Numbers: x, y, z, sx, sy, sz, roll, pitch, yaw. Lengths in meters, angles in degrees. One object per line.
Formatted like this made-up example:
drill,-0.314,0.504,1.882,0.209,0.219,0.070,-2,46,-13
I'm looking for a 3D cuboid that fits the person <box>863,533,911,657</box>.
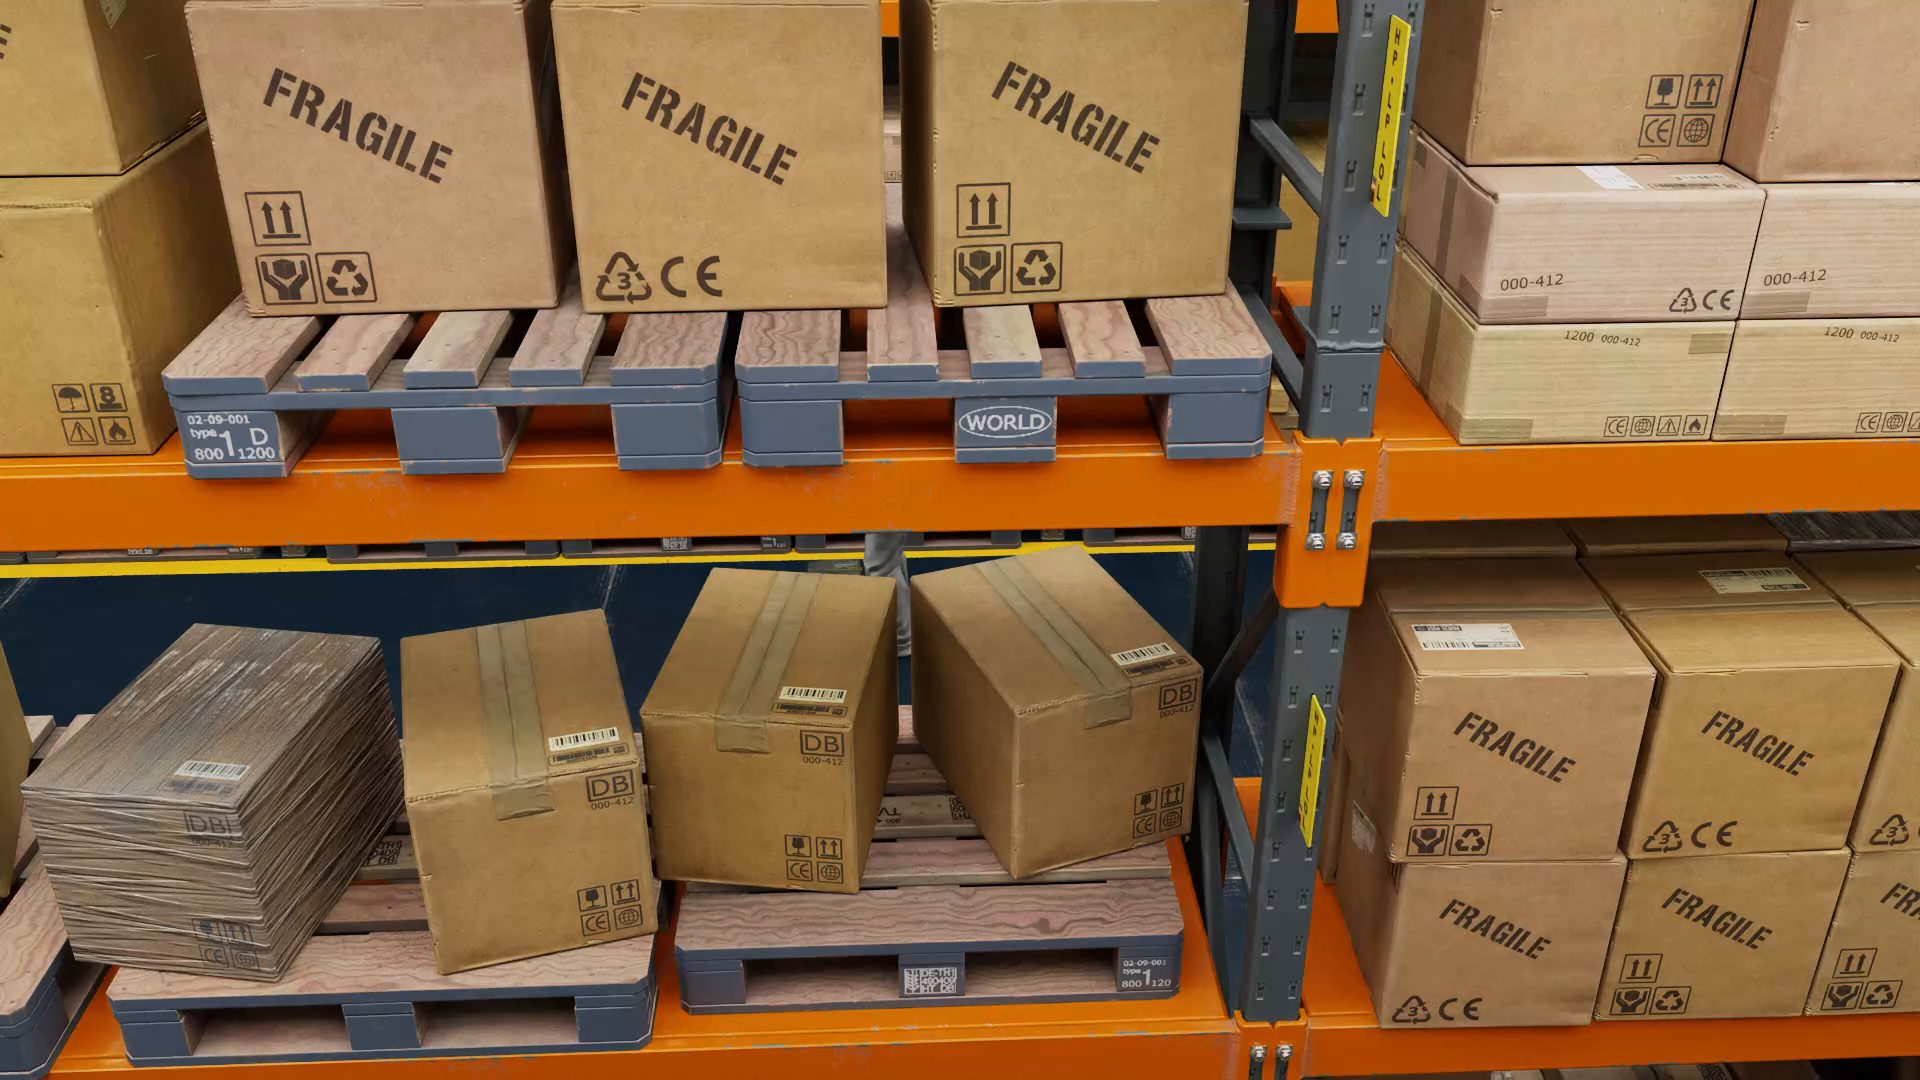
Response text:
person,-0.348,-0.240,7.579,0.354,1.673,0.508,-2,28,-4
